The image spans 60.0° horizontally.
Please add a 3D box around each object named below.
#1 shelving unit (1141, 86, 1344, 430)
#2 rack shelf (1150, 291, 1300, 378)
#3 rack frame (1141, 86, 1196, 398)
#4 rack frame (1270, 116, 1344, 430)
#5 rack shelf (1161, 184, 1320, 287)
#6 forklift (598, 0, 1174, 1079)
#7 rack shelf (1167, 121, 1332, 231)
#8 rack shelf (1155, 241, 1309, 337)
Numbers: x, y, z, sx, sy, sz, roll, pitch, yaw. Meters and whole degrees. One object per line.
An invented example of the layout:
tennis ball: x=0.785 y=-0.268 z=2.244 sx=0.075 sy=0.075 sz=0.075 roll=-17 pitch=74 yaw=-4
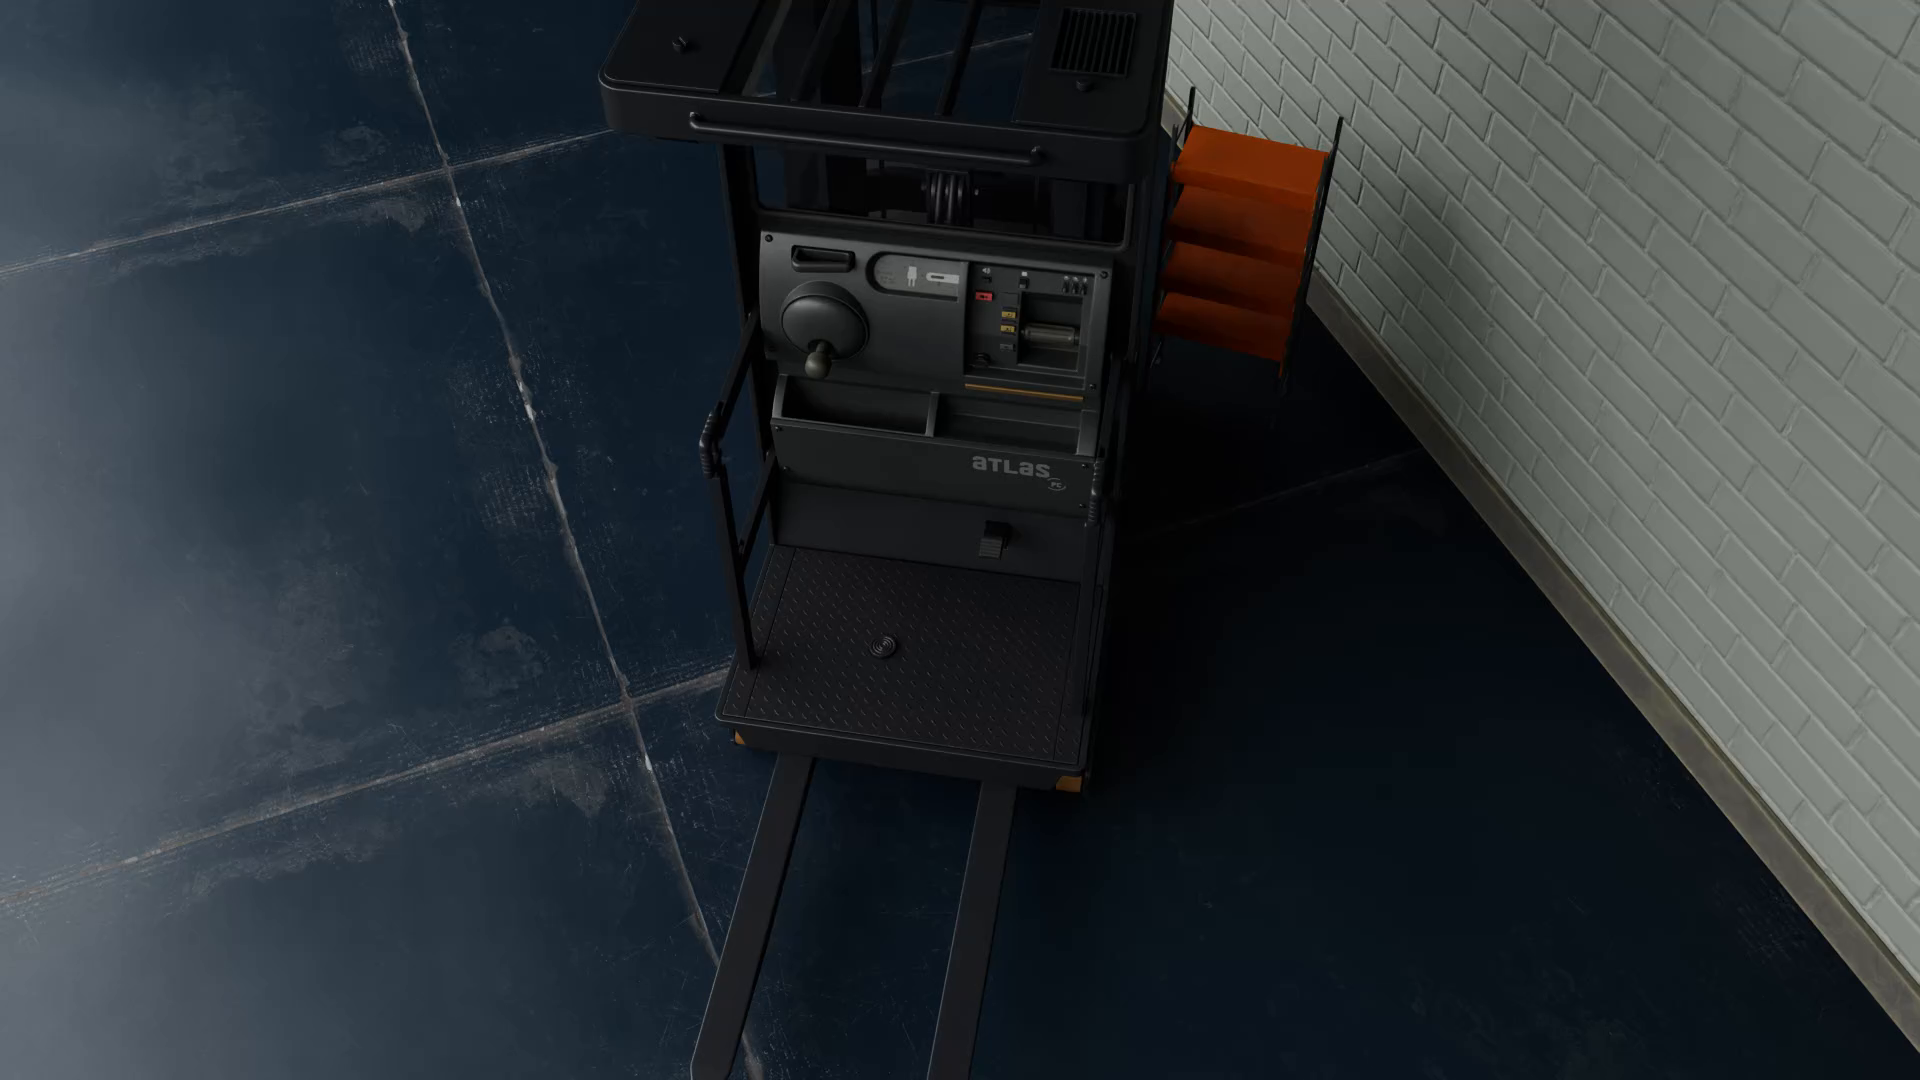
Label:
shelving unit: x=0.954 y=-0.945 z=5.770 sx=0.503 sy=1.200 sz=0.258 roll=15 pitch=51 yaw=13
rack shelf: x=0.954 y=-0.772 z=5.972 sx=0.480 sy=0.148 sz=0.258 roll=15 pitch=51 yaw=13
rack frame: x=0.725 y=-1.008 z=5.825 sx=0.015 sy=1.200 sz=0.240 roll=15 pitch=51 yaw=13
rack frame: x=1.183 y=-0.881 z=5.716 sx=0.015 sy=1.200 sz=0.240 roll=15 pitch=51 yaw=13
rack shelf: x=0.954 y=-1.047 z=5.652 sx=0.480 sy=0.148 sz=0.258 roll=15 pitch=51 yaw=13
forklift: x=-0.103 y=-0.489 z=4.238 sx=1.130 sy=2.935 sz=3.031 roll=7 pitch=50 yaw=6
rack shelf: x=0.954 y=-1.201 z=5.472 sx=0.480 sy=0.148 sz=0.258 roll=15 pitch=51 yaw=13
rack shelf: x=0.954 y=-0.901 z=5.821 sx=0.480 sy=0.148 sz=0.258 roll=15 pitch=51 yaw=13
